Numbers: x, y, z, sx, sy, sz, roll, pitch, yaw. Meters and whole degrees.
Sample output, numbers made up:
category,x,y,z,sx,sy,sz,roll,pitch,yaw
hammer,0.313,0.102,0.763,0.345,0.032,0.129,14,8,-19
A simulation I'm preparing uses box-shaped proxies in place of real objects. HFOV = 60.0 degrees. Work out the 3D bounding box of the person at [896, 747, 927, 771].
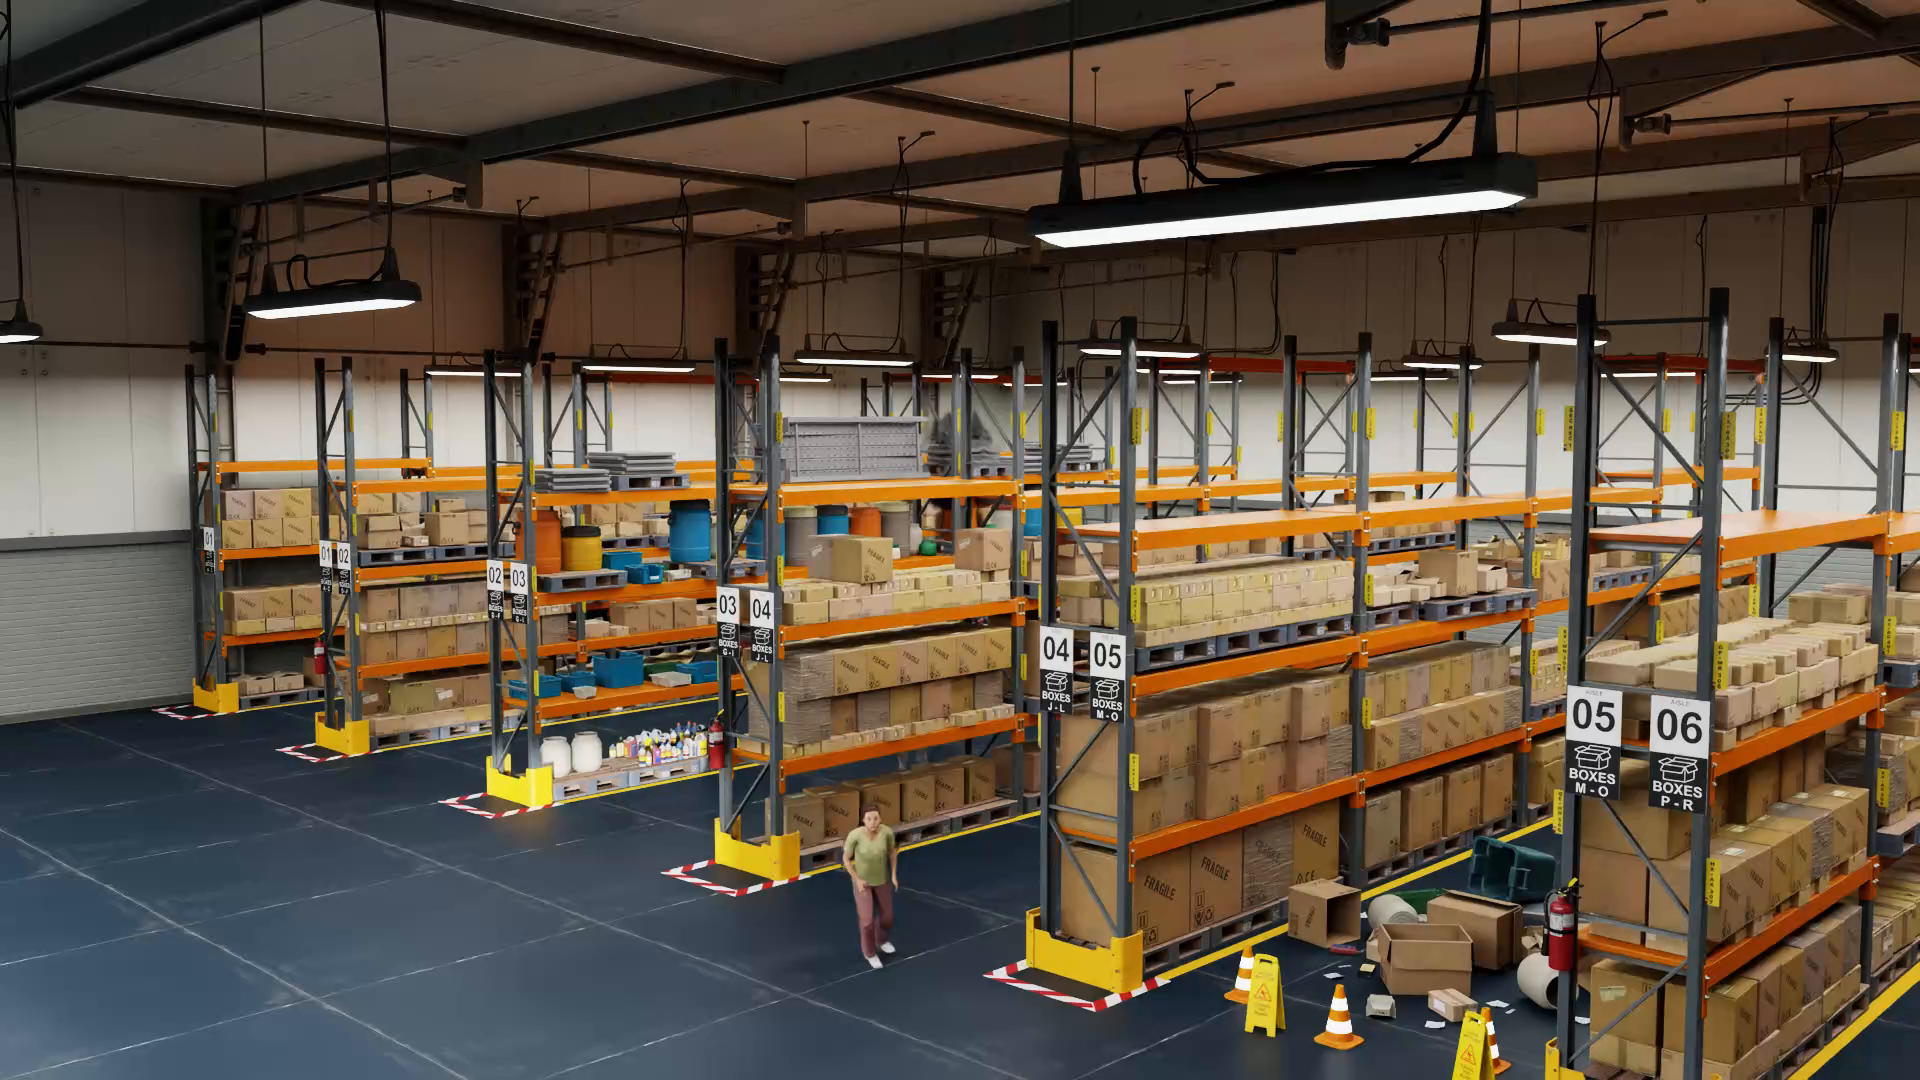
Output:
category,x,y,z,sx,sy,sz,roll,pitch,yaw
person,-0.745,2.513,23.802,0.679,1.685,0.609,0,4,1

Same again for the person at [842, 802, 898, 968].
category,x,y,z,sx,sy,sz,roll,pitch,yaw
person,-0.841,3.186,15.532,0.572,1.599,0.724,-1,5,-18
